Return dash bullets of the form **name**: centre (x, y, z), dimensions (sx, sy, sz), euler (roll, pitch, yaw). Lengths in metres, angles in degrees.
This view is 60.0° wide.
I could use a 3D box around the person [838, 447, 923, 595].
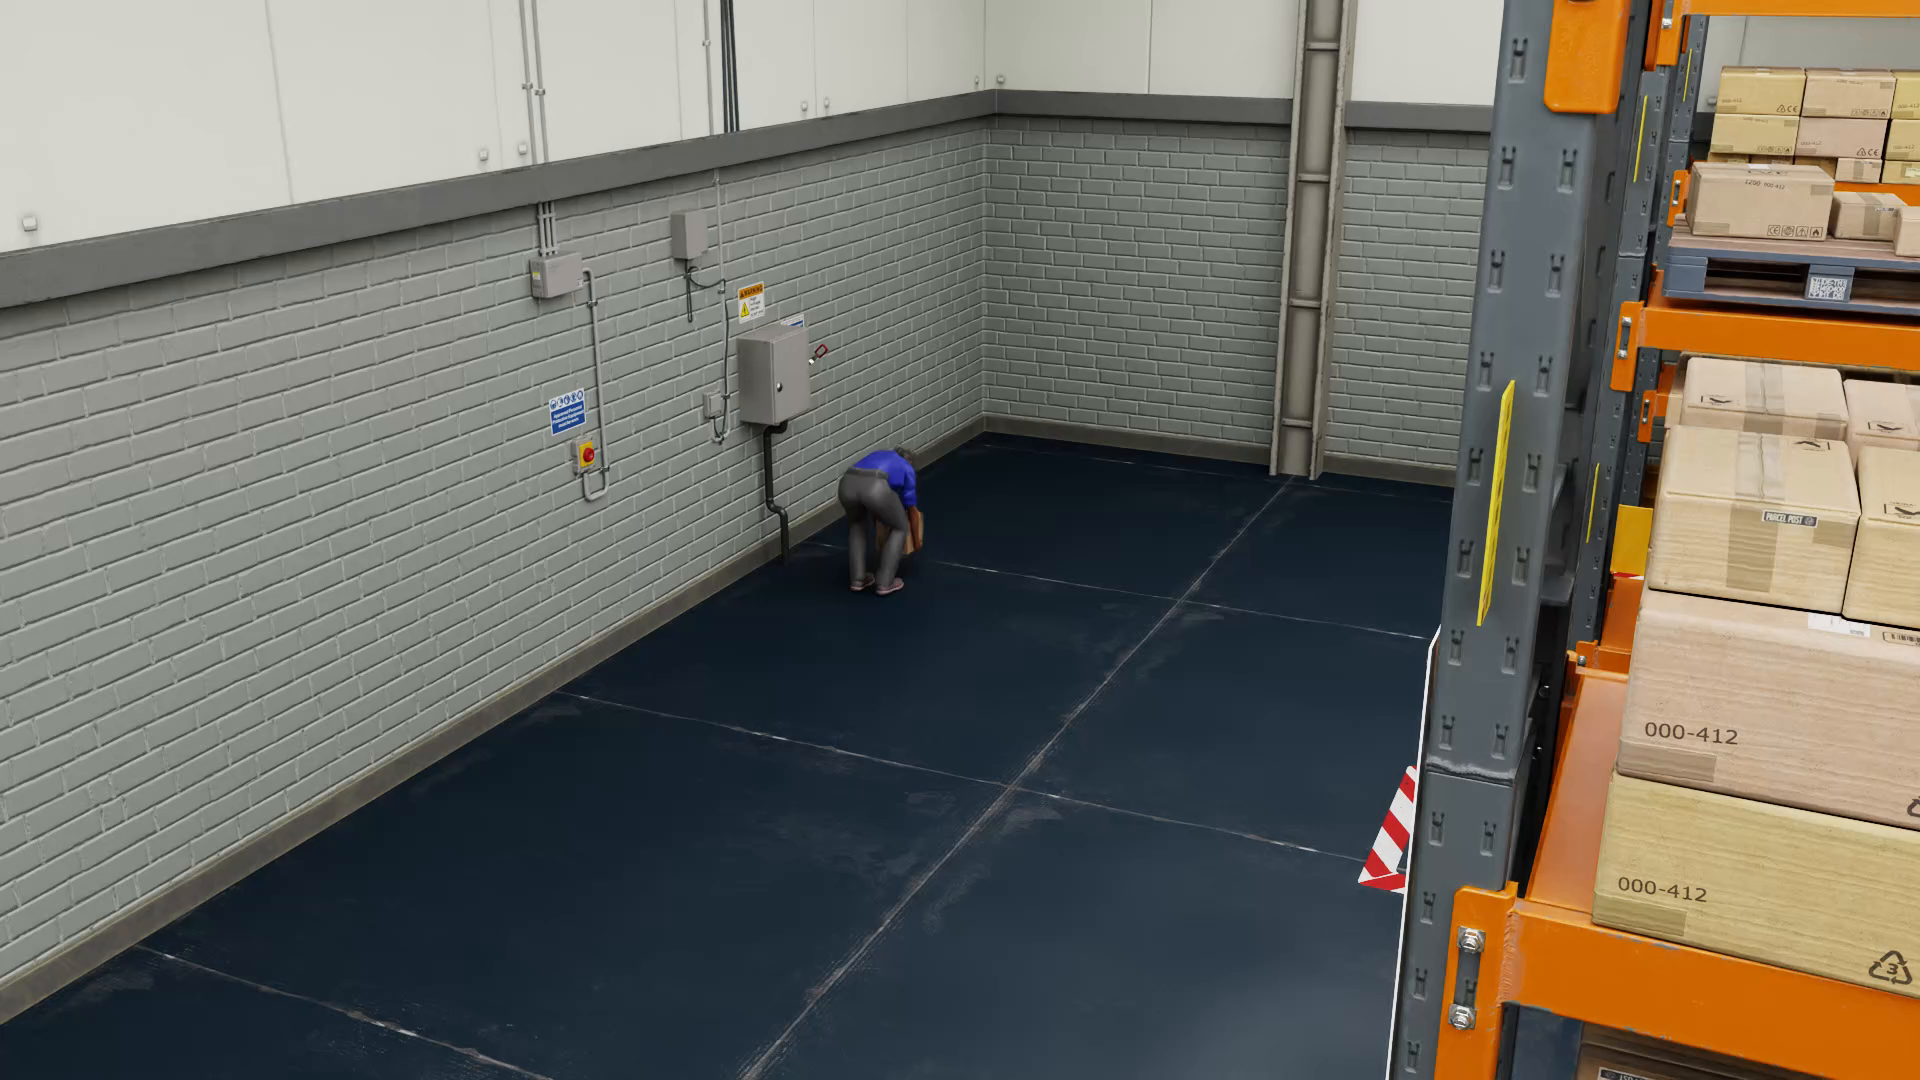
- **person**: centre (-0.535, -0.152, 11.588), dimensions (0.427, 0.955, 0.876), euler (7, 21, 20)
